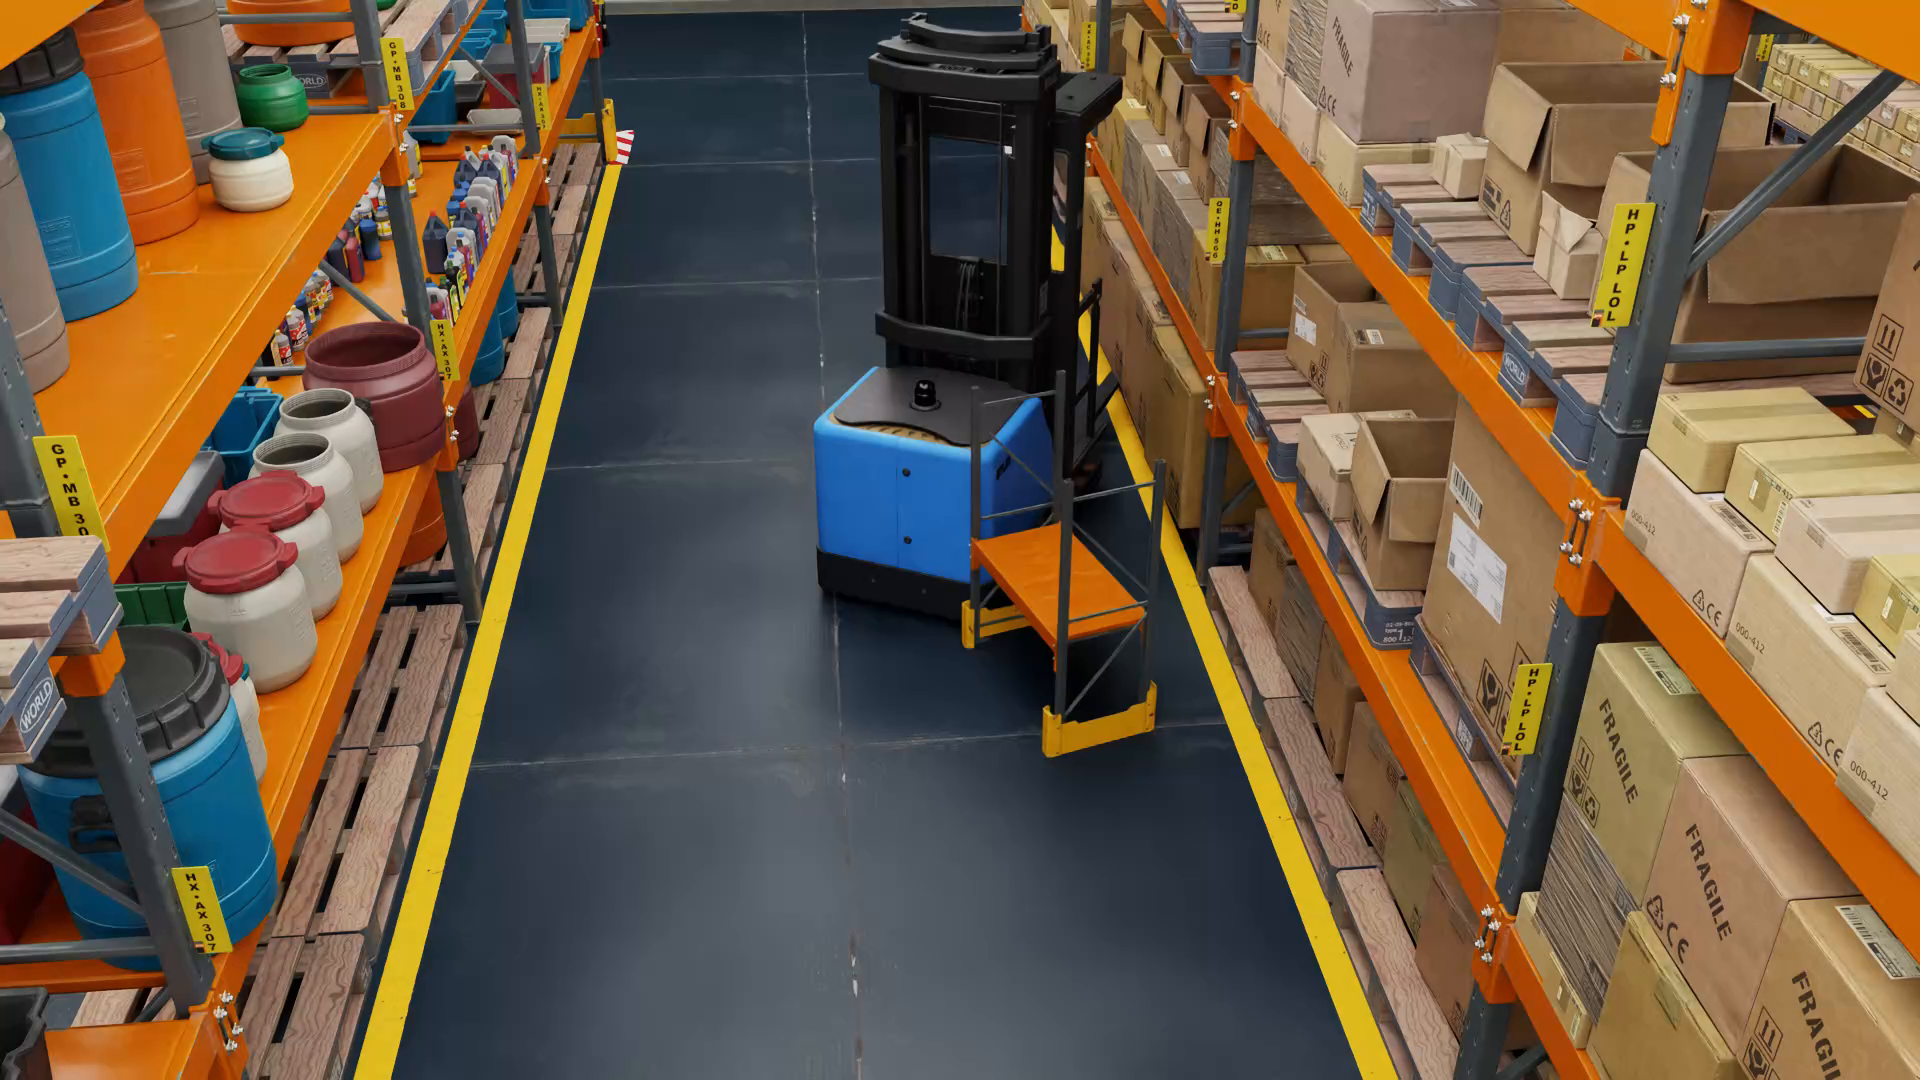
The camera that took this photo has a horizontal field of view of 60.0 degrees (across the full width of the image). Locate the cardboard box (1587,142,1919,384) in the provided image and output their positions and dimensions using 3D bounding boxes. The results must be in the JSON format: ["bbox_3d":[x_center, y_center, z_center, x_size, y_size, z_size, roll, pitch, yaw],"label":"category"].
[{"bbox_3d":[2.263,-0.791,4.713,0.797,0.503,0.637,-4,31,-7],"label":"cardboard box"}]

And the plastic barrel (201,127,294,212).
[{"bbox_3d":[-2.746,-1.429,6.427,0.301,0.262,0.301,0,31,0],"label":"plastic barrel"}]

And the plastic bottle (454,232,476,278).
[{"bbox_3d":[-2.907,-1.670,9.746,0.097,0.271,0.097,0,31,0],"label":"plastic bottle"}]

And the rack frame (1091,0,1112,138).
[{"bbox_3d":[1.460,-3.118,12.045,1.000,3.000,0.127,-3,31,-5],"label":"rack frame"}]

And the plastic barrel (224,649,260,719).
[{"bbox_3d":[-2.694,0.580,5.989,0.301,0.262,0.301,0,31,0],"label":"plastic barrel"}]

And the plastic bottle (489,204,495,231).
[{"bbox_3d":[-2.980,-2.039,10.433,0.097,0.201,0.097,0,31,0],"label":"plastic bottle"}]

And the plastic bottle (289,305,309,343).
[{"bbox_3d":[-3.583,-1.167,8.972,0.097,0.201,0.097,0,31,0],"label":"plastic bottle"}]

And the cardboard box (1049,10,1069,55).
[{"bbox_3d":[1.015,-4.178,13.675,0.500,0.250,0.500,-3,31,-6],"label":"cardboard box"}]

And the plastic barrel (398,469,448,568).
[{"bbox_3d":[-3.160,-0.336,9.094,0.600,0.830,0.708,-3,31,-5],"label":"plastic barrel"}]

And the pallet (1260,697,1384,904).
[{"bbox_3d":[2.017,1.142,7.633,1.003,0.211,1.213,-3,31,-5],"label":"pallet"}]

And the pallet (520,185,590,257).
[{"bbox_3d":[-3.695,-2.682,14.033,1.003,0.211,1.213,-3,31,-5],"label":"pallet"}]

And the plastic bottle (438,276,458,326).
[{"bbox_3d":[-2.826,-1.332,9.168,0.061,0.283,0.133,-3,31,-5],"label":"plastic bottle"}]

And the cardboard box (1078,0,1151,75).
[{"bbox_3d":[1.151,-3.725,12.186,0.500,0.500,0.500,-2,31,-3],"label":"cardboard box"}]

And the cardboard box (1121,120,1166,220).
[{"bbox_3d":[1.349,-2.402,10.749,0.500,0.500,0.500,-3,31,-6],"label":"cardboard box"}]

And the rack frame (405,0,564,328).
[{"bbox_3d":[-3.471,-2.881,11.648,1.000,3.000,0.127,-3,31,-5],"label":"rack frame"}]

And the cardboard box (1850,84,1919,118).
[{"bbox_3d":[6.086,-2.878,10.898,0.380,0.149,0.250,-3,31,-5],"label":"cardboard box"}]

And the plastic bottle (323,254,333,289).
[{"bbox_3d":[-3.666,-1.558,9.547,0.061,0.283,0.133,-3,31,-5],"label":"plastic bottle"}]

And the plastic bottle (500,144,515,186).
[{"bbox_3d":[-3.045,-2.529,11.173,0.061,0.283,0.133,-3,31,-5],"label":"plastic bottle"}]

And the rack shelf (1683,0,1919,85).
[{"bbox_3d":[2.395,-0.278,2.144,1.077,0.370,4.000,-3,31,-5],"label":"rack shelf"}]

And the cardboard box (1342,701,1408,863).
[{"bbox_3d":[2.093,1.006,7.149,0.700,0.500,0.500,-5,31,-9],"label":"cardboard box"}]

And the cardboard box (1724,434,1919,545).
[{"bbox_3d":[2.024,-0.115,3.849,0.380,0.149,0.250,-4,31,-7],"label":"cardboard box"}]

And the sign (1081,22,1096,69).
[{"bbox_3d":[0.908,-3.496,11.757,0.100,0.325,0.005,-3,31,-5],"label":"sign"}]

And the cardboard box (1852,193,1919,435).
[{"bbox_3d":[2.504,-0.489,3.844,0.500,0.500,0.500,-4,31,-6],"label":"cardboard box"}]

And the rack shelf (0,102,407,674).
[{"bbox_3d":[-2.910,-0.796,5.935,1.077,0.370,4.000,-3,31,-5],"label":"rack shelf"}]

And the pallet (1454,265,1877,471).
[{"bbox_3d":[2.256,-0.561,5.022,1.213,0.211,1.003,-3,31,-5],"label":"pallet"}]

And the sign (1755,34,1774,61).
[{"bbox_3d":[5.869,-3.646,12.084,0.100,0.325,0.005,-3,31,-5],"label":"sign"}]

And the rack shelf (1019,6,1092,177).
[{"bbox_3d":[1.274,-3.830,13.939,1.077,0.370,4.000,-3,31,-5],"label":"rack shelf"}]

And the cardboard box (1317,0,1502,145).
[{"bbox_3d":[1.720,-1.853,6.418,0.500,0.500,0.500,-4,31,-6],"label":"cardboard box"}]

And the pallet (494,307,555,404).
[{"bbox_3d":[-3.440,-1.288,11.700,1.003,0.211,1.213,-3,31,-5],"label":"pallet"}]

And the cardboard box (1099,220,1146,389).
[{"bbox_3d":[1.624,-1.604,11.173,1.225,0.875,0.875,-4,31,-6],"label":"cardboard box"}]

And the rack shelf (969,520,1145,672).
[{"bbox_3d":[0.486,0.253,8.215,0.538,0.185,1.000,-12,33,-20],"label":"rack shelf"}]

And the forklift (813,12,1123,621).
[{"bbox_3d":[0.235,-1.556,9.497,1.130,2.935,3.031,12,33,19],"label":"forklift"}]

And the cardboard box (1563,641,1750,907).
[{"bbox_3d":[1.997,0.608,4.444,0.500,0.500,0.500,-3,31,-5],"label":"cardboard box"}]

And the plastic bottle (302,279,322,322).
[{"bbox_3d":[-3.610,-1.346,9.203,0.097,0.271,0.097,0,31,0],"label":"plastic bottle"}]

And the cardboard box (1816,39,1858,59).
[{"bbox_3d":[6.613,-3.740,12.698,0.500,0.500,0.500,-3,31,-5],"label":"cardboard box"}]

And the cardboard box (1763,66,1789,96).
[{"bbox_3d":[5.987,-3.281,11.863,0.380,0.149,0.250,-2,31,-4],"label":"cardboard box"}]

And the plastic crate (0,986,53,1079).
[{"bbox_3d":[-2.801,1.504,4.368,0.767,0.338,0.504,-3,31,-5],"label":"plastic crate"}]

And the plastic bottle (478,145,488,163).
[{"bbox_3d":[-3.235,-2.594,11.362,0.097,0.201,0.097,0,31,0],"label":"plastic bottle"}]

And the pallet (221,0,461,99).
[{"bbox_3d":[-3.071,-2.440,8.170,1.003,0.211,1.213,-3,31,-5],"label":"pallet"}]

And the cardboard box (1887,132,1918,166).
[{"bbox_3d":[6.135,-2.483,10.527,0.380,0.149,0.250,-3,31,-6],"label":"cardboard box"}]

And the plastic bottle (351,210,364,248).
[{"bbox_3d":[-3.715,-1.919,10.164,0.097,0.271,0.097,0,31,0],"label":"plastic bottle"}]

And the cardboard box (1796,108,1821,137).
[{"bbox_3d":[6.038,-2.884,11.489,0.380,0.149,0.250,-3,31,-4],"label":"cardboard box"}]

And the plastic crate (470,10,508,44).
[{"bbox_3d":[-4.088,-4.399,14.294,0.416,0.233,0.300,-3,31,-5],"label":"plastic crate"}]

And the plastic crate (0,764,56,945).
[{"bbox_3d":[-3.073,0.944,5.183,0.402,0.464,0.583,-3,31,-5],"label":"plastic crate"}]

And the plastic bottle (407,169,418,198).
[{"bbox_3d":[-3.650,-2.370,10.986,0.097,0.201,0.097,0,31,0],"label":"plastic bottle"}]

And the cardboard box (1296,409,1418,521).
[{"bbox_3d":[1.762,-0.325,7.106,0.500,0.250,0.500,-4,31,-6],"label":"cardboard box"}]

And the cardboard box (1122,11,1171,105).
[{"bbox_3d":[1.528,-3.266,11.217,0.797,0.503,0.637,-4,31,-6],"label":"cardboard box"}]

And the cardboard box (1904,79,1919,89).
[{"bbox_3d":[6.688,-3.167,11.383,0.380,0.149,0.250,-4,31,-6],"label":"cardboard box"}]

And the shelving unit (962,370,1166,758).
[{"bbox_3d":[0.483,0.094,8.130,0.587,1.500,1.083,-12,33,-20],"label":"shelving unit"}]
